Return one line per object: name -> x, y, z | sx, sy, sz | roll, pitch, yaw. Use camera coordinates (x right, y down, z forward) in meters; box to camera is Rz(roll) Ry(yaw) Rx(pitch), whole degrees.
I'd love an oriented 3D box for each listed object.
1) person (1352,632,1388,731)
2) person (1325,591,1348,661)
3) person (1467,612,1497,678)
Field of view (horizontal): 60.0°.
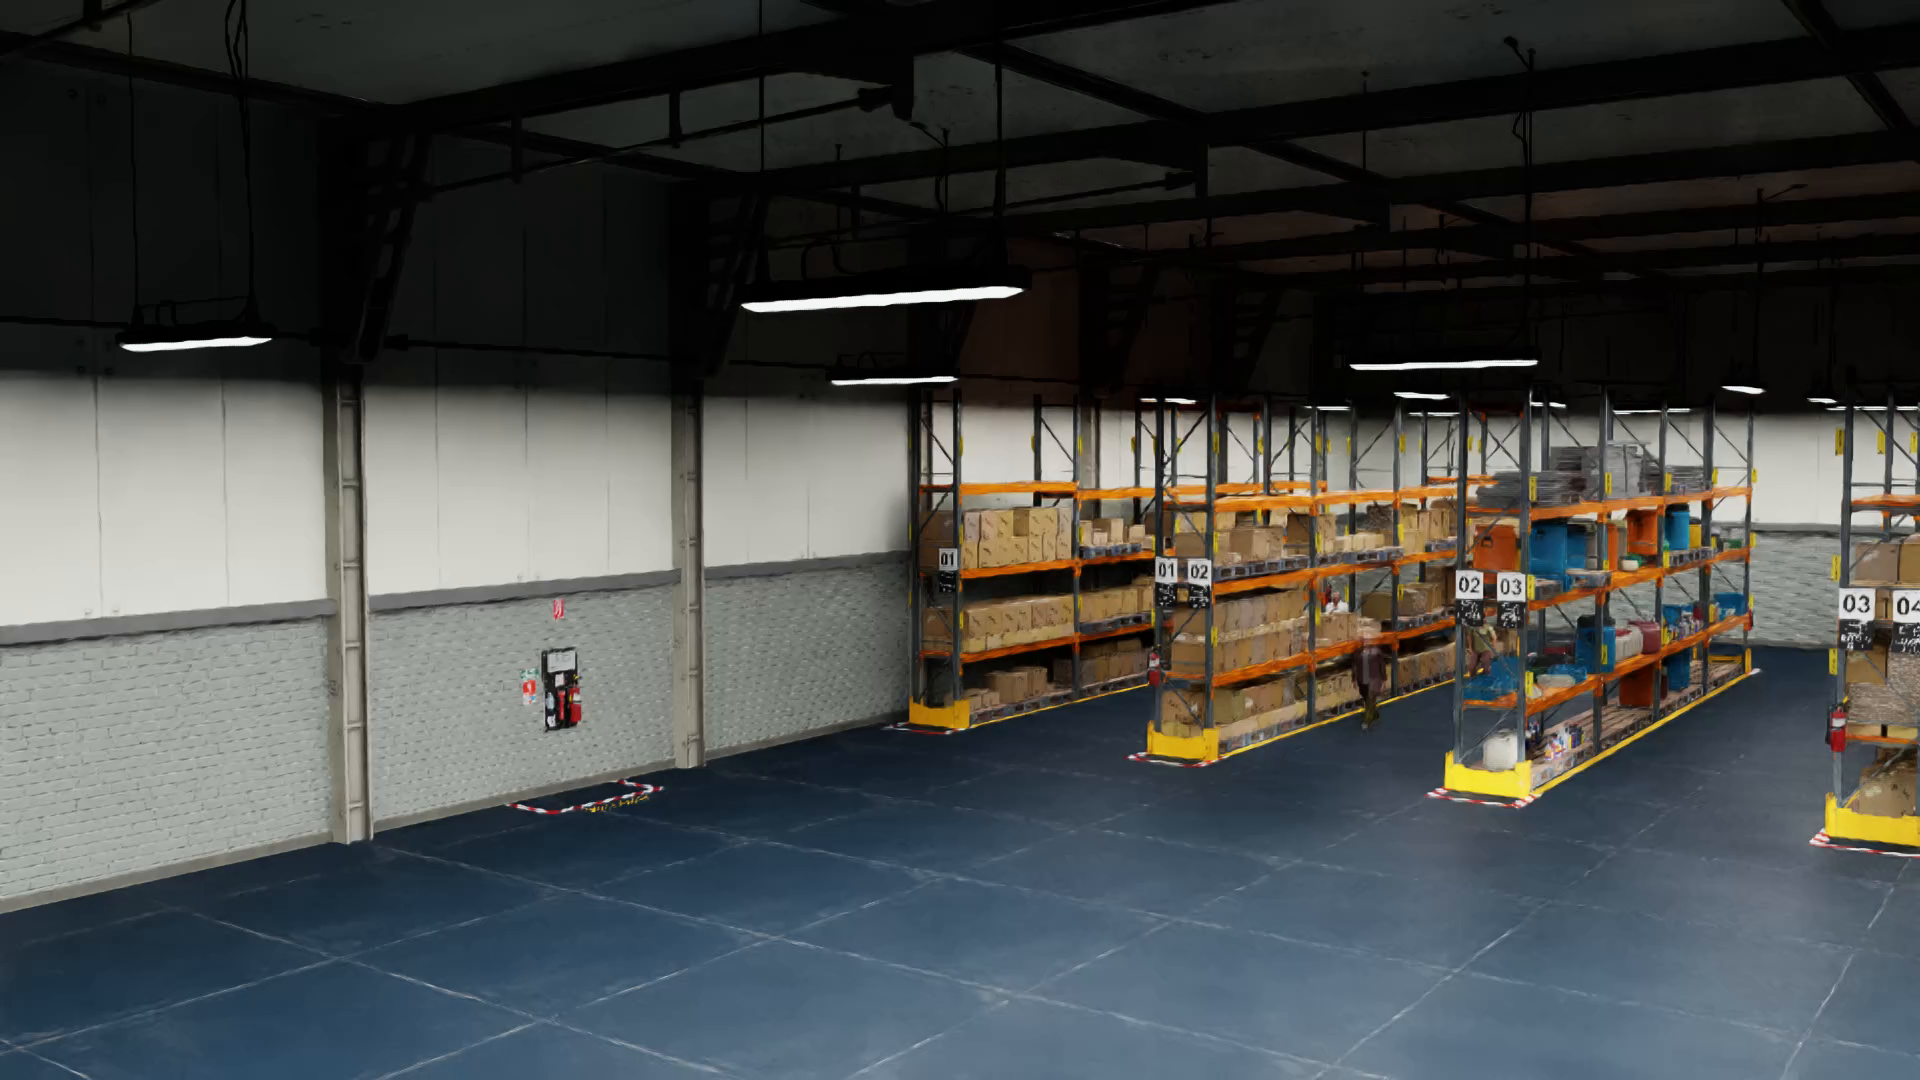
person -> 7.177, 2.465, 29.295 | 0.598, 1.698, 1.193 | 3, 4, 38
person -> 8.508, 1.995, 37.550 | 0.598, 1.698, 1.194 | 3, 4, 38
person -> 10.679, 2.260, 34.045 | 0.598, 1.619, 0.507 | 2, 4, 34
